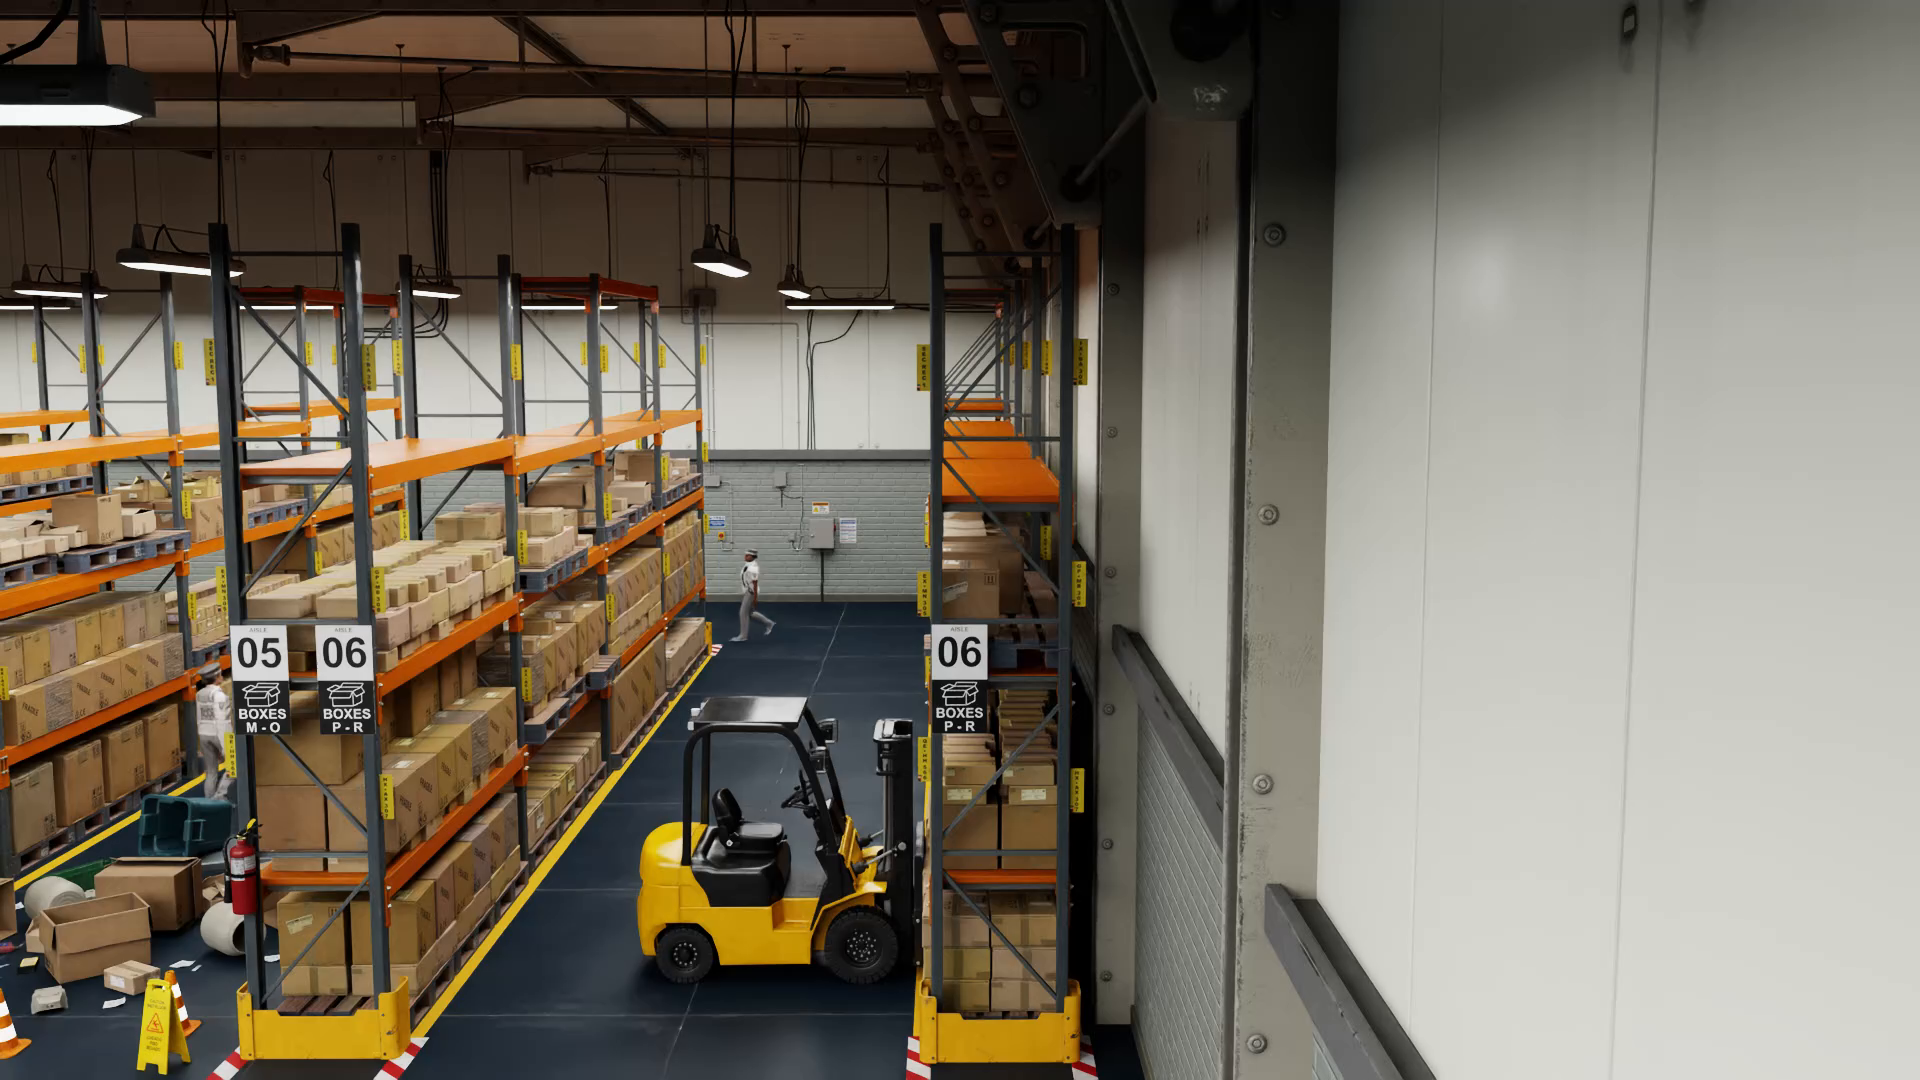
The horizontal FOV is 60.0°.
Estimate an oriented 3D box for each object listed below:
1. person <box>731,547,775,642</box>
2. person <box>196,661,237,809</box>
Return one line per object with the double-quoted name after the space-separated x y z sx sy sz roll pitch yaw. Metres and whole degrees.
-3.628 0.939 29.171 0.799 1.663 0.486 -2 7 -19 "person"
-8.223 2.192 18.350 0.526 1.676 0.490 1 7 9 "person"
